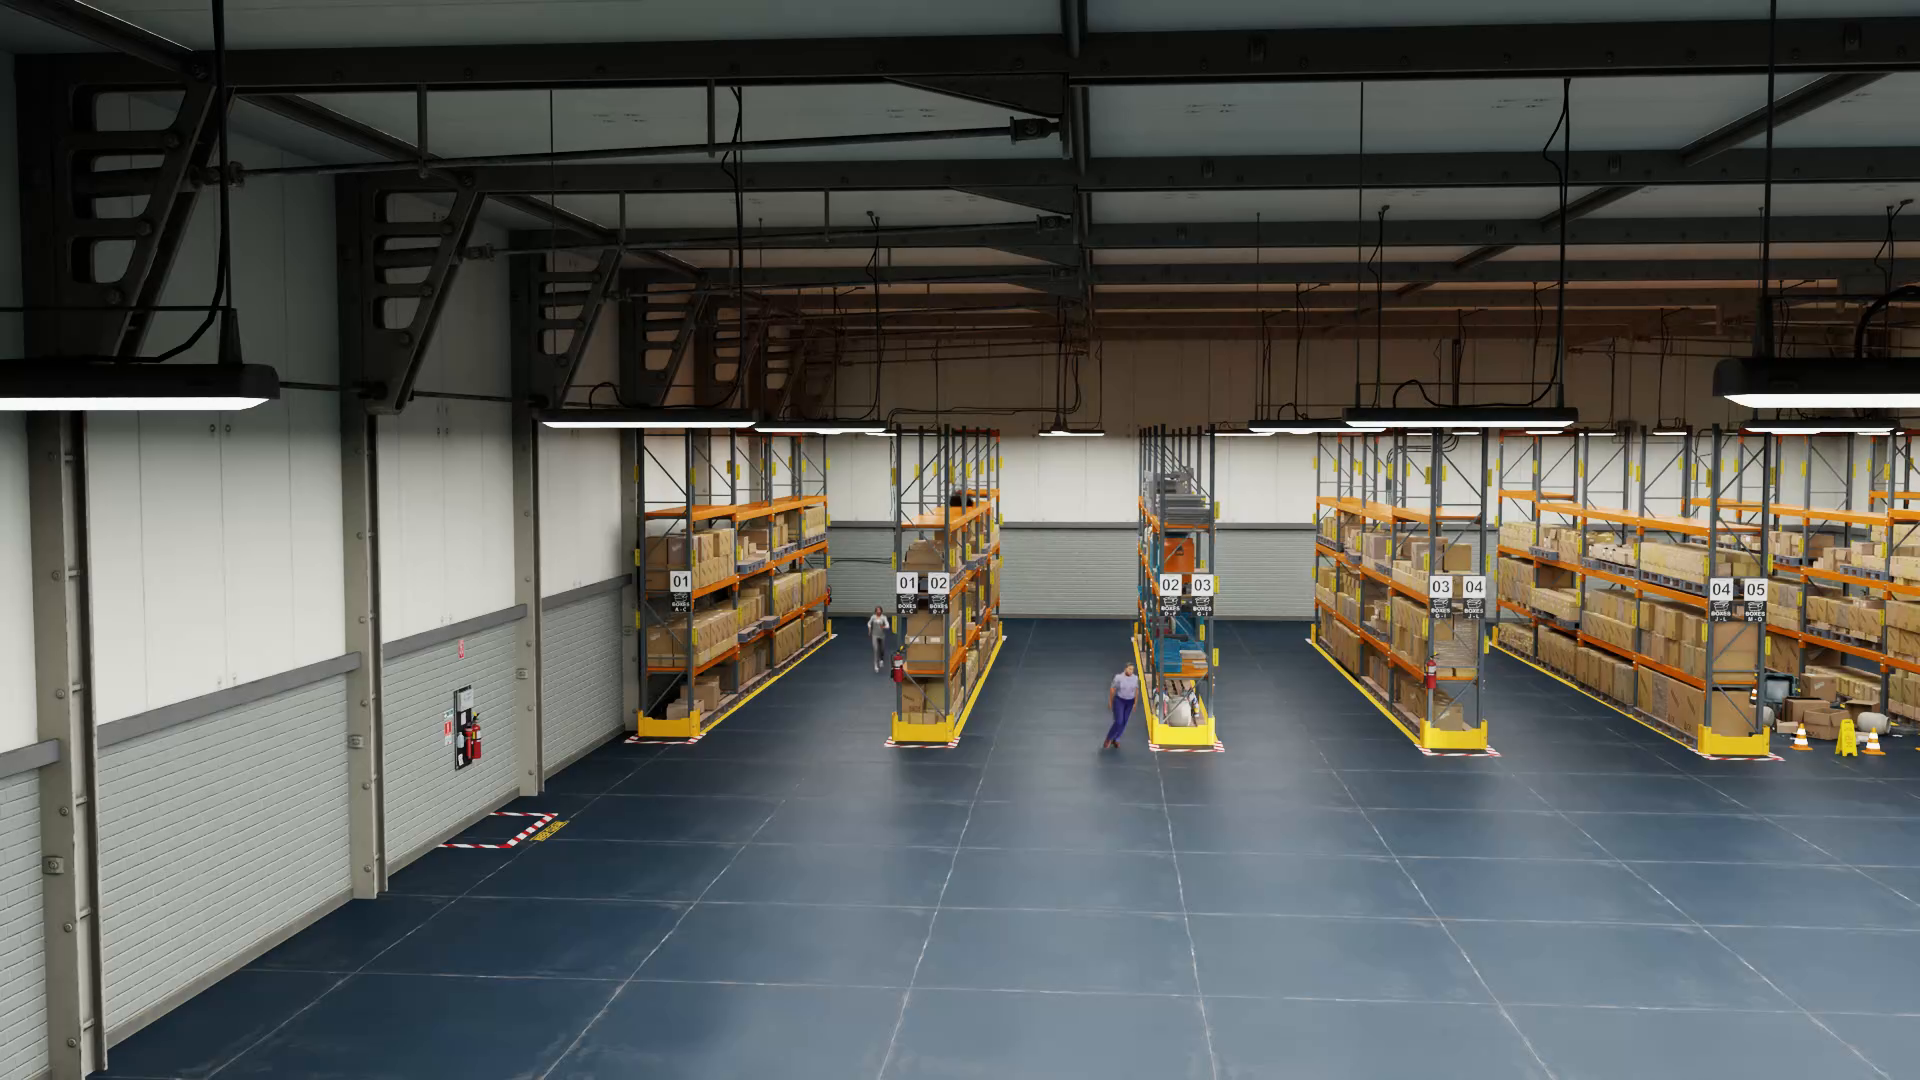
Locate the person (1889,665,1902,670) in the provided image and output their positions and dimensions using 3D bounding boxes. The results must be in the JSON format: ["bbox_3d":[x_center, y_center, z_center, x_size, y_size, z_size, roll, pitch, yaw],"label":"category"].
[{"bbox_3d":[22.972,2.397,41.282,0.678,1.614,0.855,-2,4,-26],"label":"person"}]

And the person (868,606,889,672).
[{"bbox_3d":[-2.009,2.410,40.956,0.540,1.590,0.888,0,3,-2],"label":"person"}]

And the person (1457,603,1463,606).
[{"bbox_3d":[14.286,1.994,47.107,0.736,1.750,0.704,-2,4,-27],"label":"person"}]

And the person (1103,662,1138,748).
[{"bbox_3d":[2.961,3.030,30.692,0.651,1.607,0.538,-1,4,-18],"label":"person"}]
